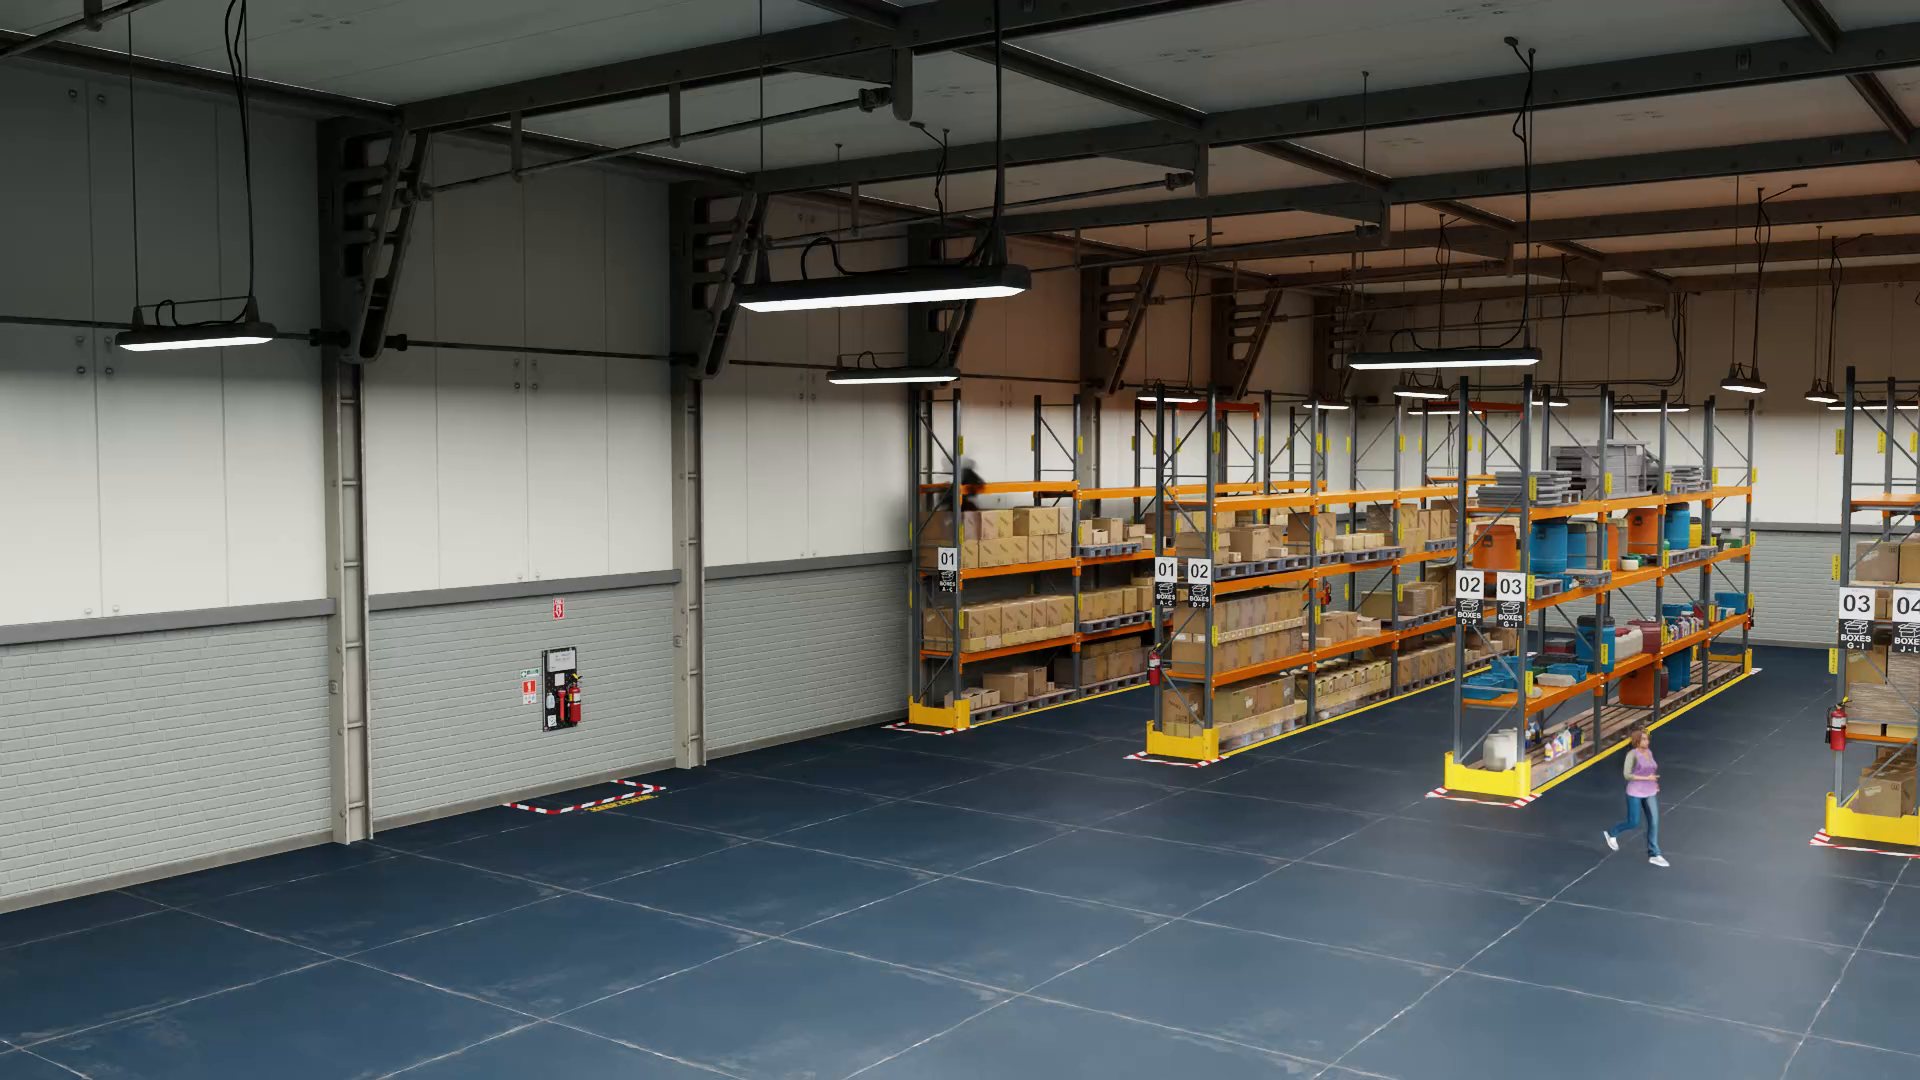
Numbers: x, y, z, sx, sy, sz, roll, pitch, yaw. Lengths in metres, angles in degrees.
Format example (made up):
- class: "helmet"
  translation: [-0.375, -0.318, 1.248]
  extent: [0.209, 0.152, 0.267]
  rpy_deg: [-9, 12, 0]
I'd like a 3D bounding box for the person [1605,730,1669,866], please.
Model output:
- class: "person"
  translation: [8.148, 3.059, 19.944]
  extent: [0.546, 1.571, 0.874]
  rpy_deg: [-1, 4, -24]
